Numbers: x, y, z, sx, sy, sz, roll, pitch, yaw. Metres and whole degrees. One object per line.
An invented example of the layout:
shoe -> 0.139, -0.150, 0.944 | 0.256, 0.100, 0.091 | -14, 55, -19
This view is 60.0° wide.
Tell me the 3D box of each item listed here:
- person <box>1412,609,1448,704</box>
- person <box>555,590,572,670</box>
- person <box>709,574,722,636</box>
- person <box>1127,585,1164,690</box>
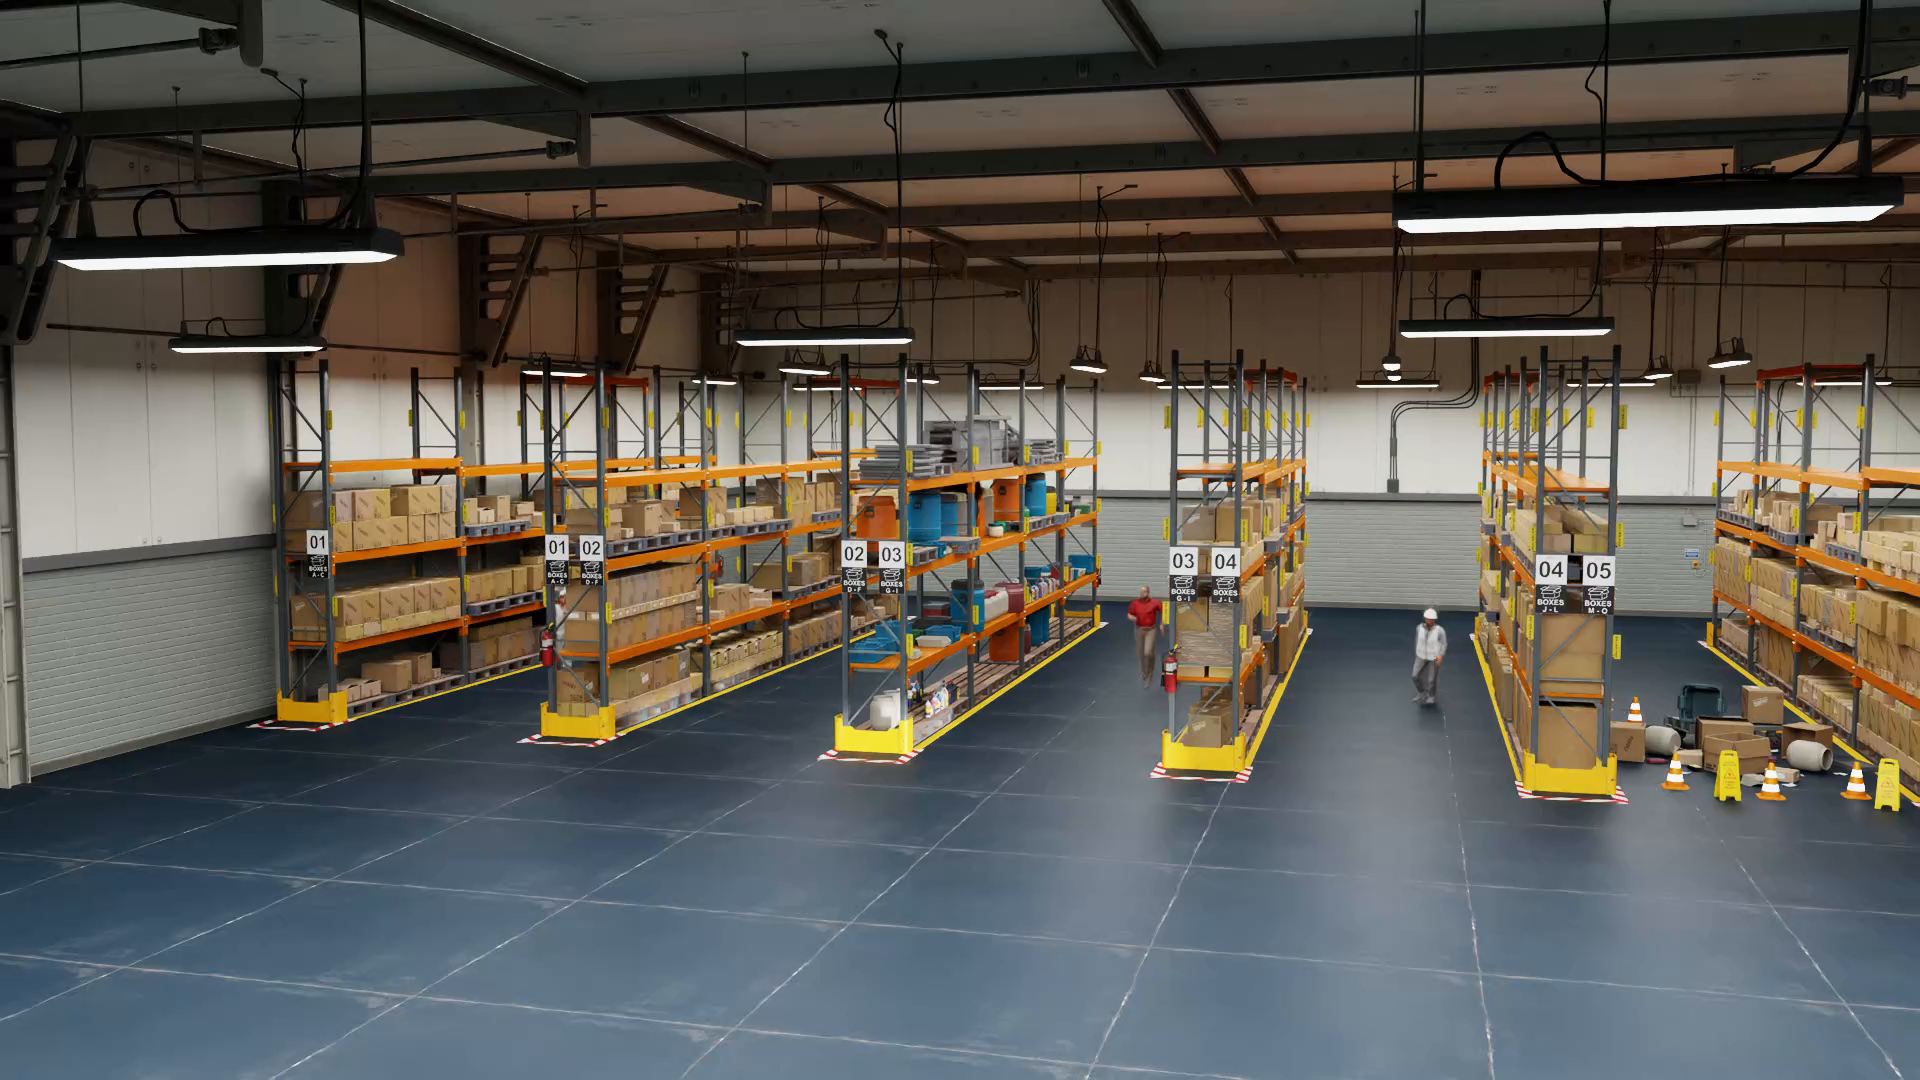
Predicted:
person -> 8.218, 2.041, 29.076 | 0.653, 1.715, 0.732 | 2, 5, 31
person -> -7.630, 1.831, 32.130 | 0.666, 1.740, 0.750 | -1, 4, -11
person -> -5.401, 1.580, 36.381 | 0.561, 1.674, 0.707 | 1, 4, 12
person -> 3.330, 1.746, 29.914 | 0.647, 1.862, 0.823 | 2, 4, 21
